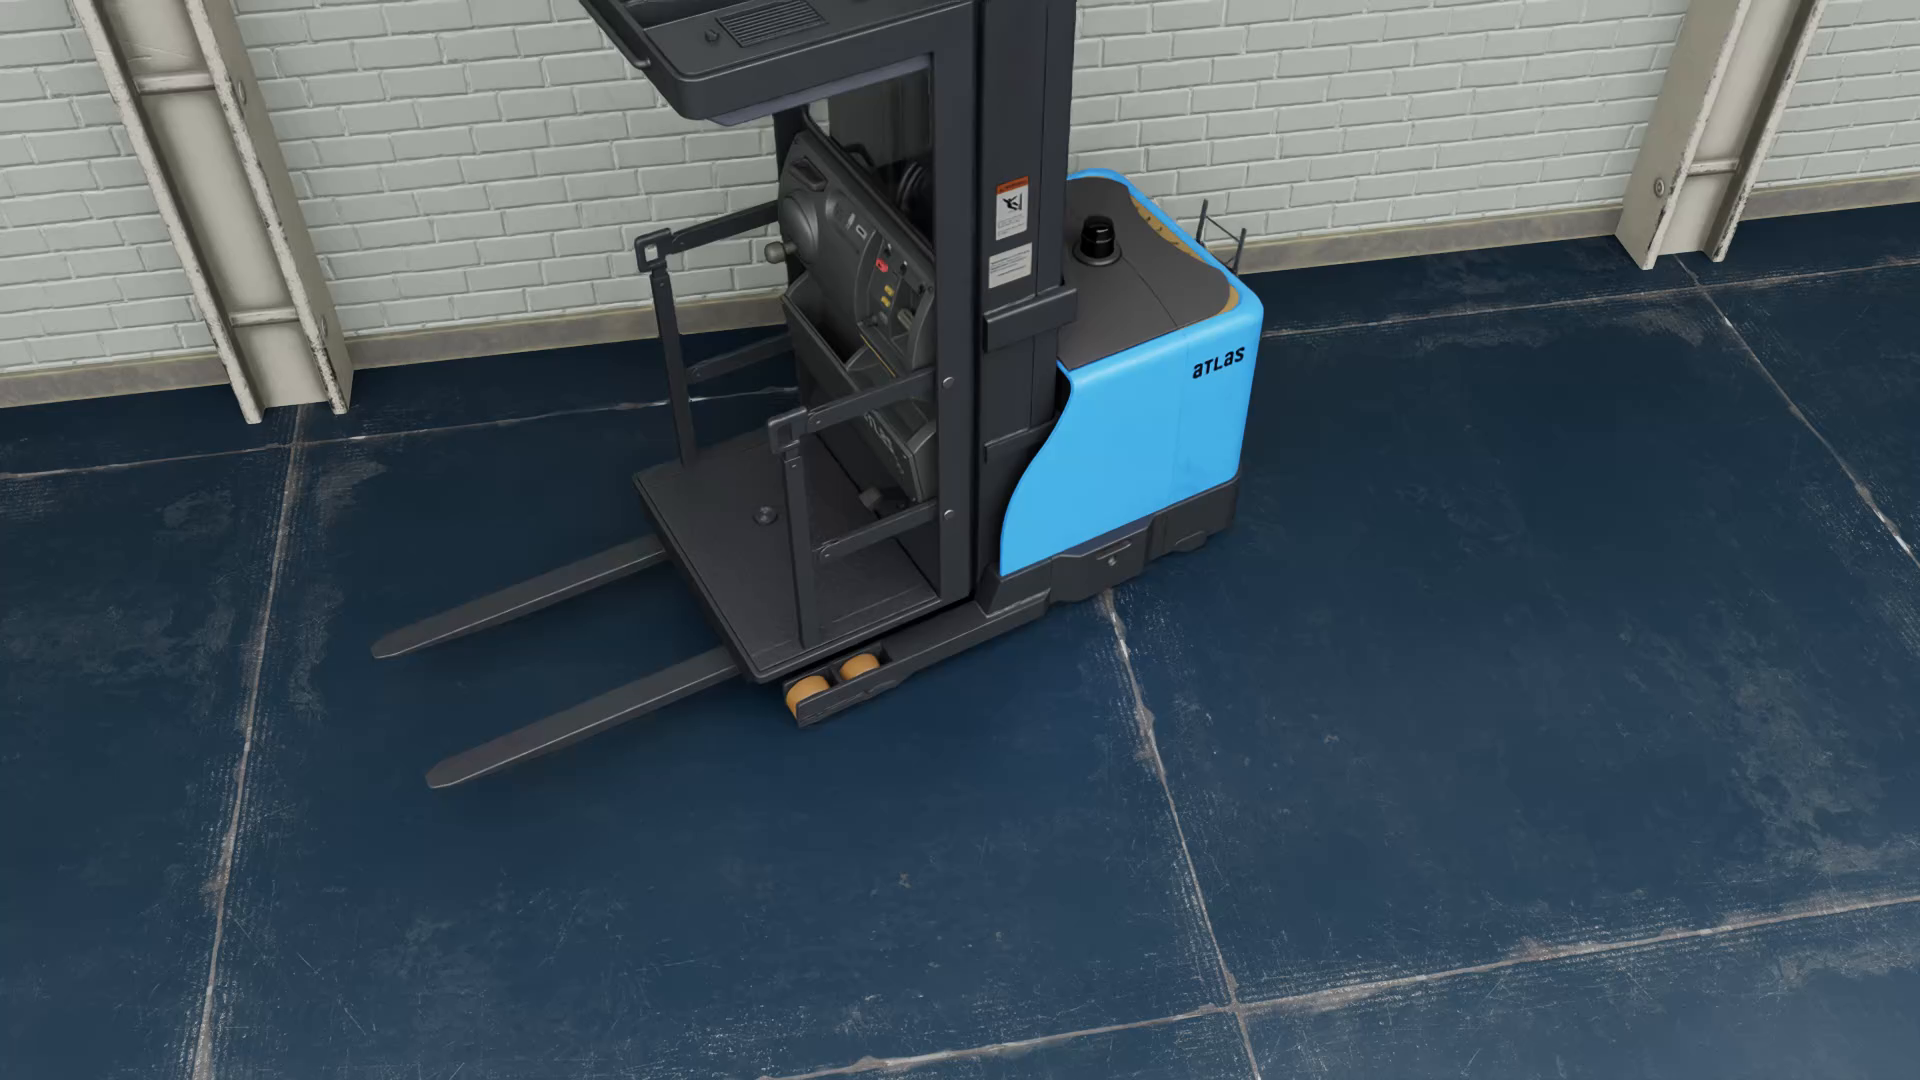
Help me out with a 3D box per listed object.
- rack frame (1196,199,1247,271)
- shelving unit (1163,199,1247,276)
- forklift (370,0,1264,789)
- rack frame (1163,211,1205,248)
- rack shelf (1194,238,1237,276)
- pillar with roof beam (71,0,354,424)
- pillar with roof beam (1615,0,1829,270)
[{"bbox_3d":[0.946,-0.880,6.475,0.006,0.900,0.240,-22,50,-27],"label":"rack frame"},{"bbox_3d":[0.862,-0.846,6.428,0.210,0.900,0.258,-22,50,-27],"label":"shelving unit"},{"bbox_3d":[-0.505,-0.833,5.017,3.031,2.935,1.130,-22,50,-20],"label":"forklift"},{"bbox_3d":[0.778,-0.813,6.381,0.006,0.900,0.240,-22,50,-27],"label":"rack frame"},{"bbox_3d":[0.883,-1.020,6.268,0.200,0.077,0.258,-22,50,-27],"label":"rack shelf"},{"bbox_3d":[-1.971,-0.668,0.645,0.400,9.000,9.100,-7,46,-7],"label":"pillar with roof beam"},{"bbox_3d":[3.941,-1.405,1.355,0.400,9.000,9.100,-7,46,-7],"label":"pillar with roof beam"}]
